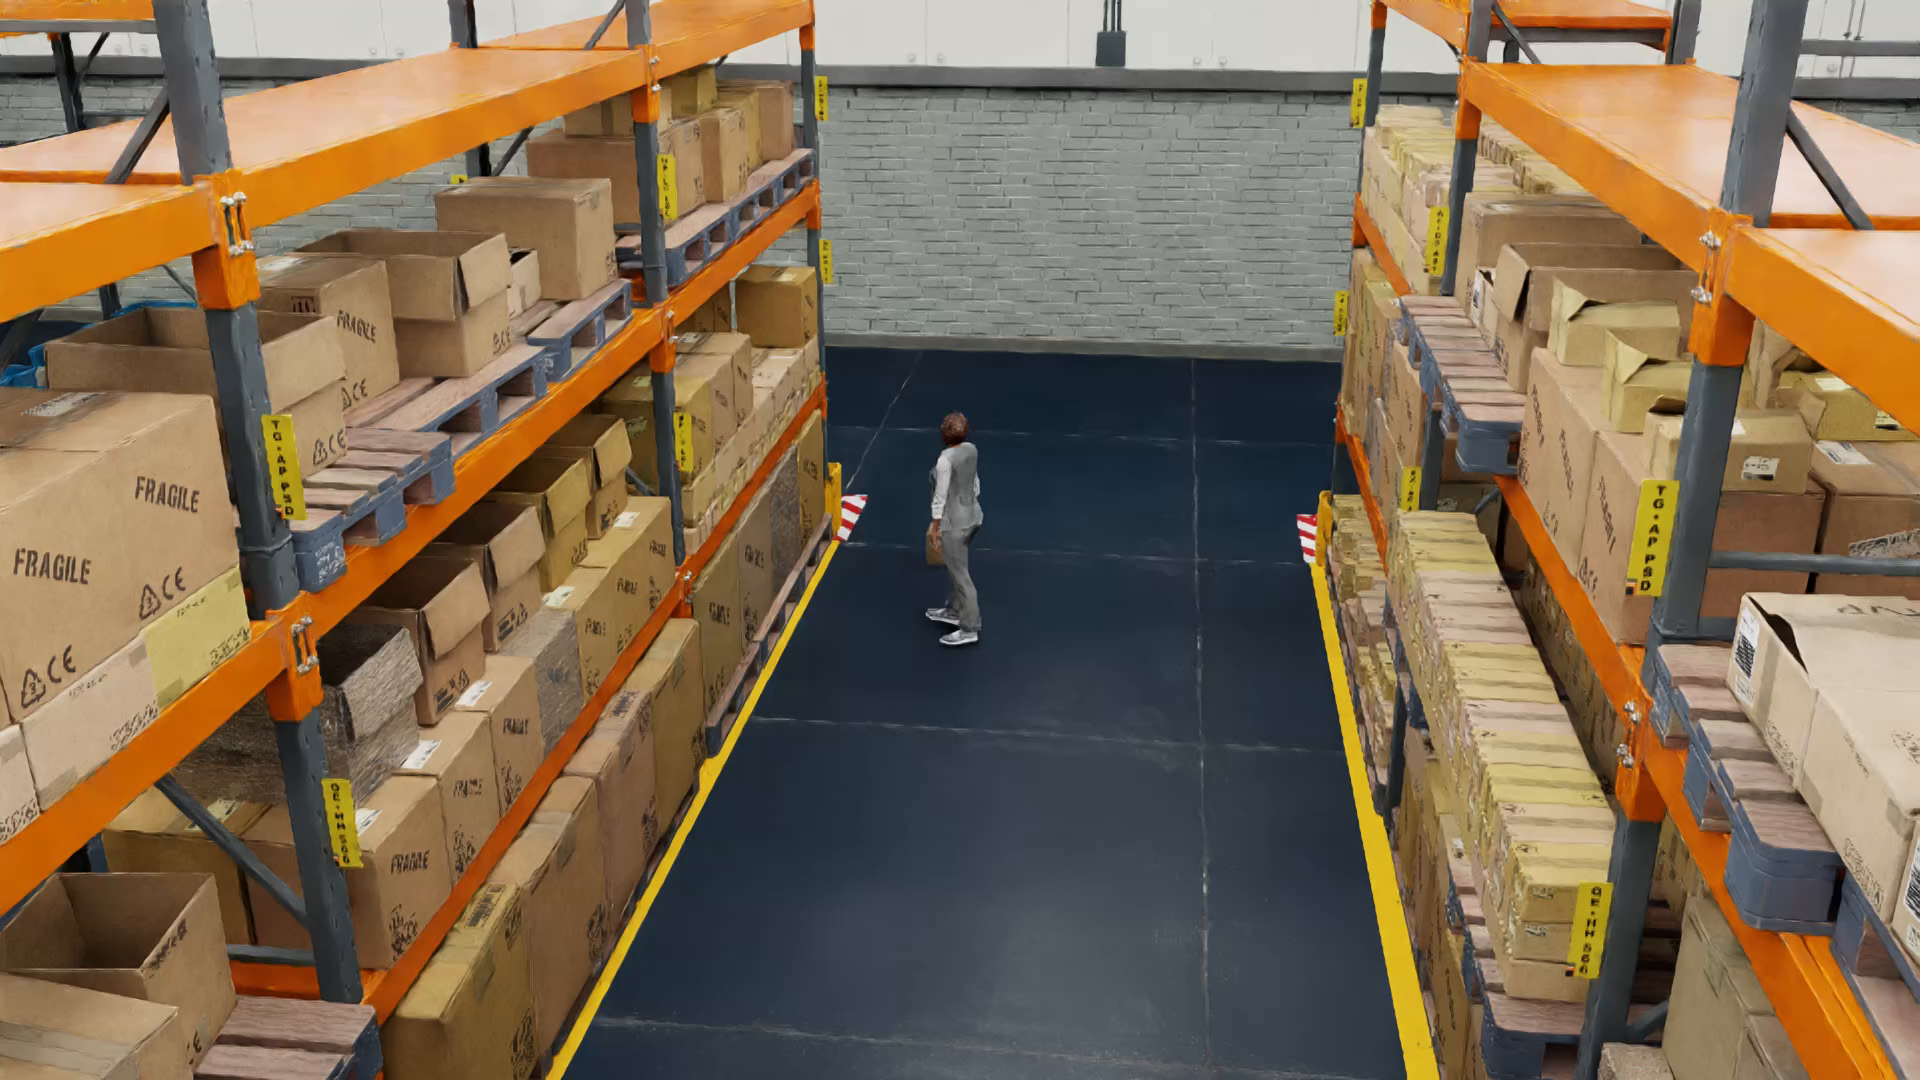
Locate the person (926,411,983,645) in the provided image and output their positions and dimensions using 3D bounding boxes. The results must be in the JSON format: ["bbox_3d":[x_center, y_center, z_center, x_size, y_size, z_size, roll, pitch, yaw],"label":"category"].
[{"bbox_3d":[-0.046,-0.113,11.325,0.529,1.593,0.524,12,24,27],"label":"person"}]
